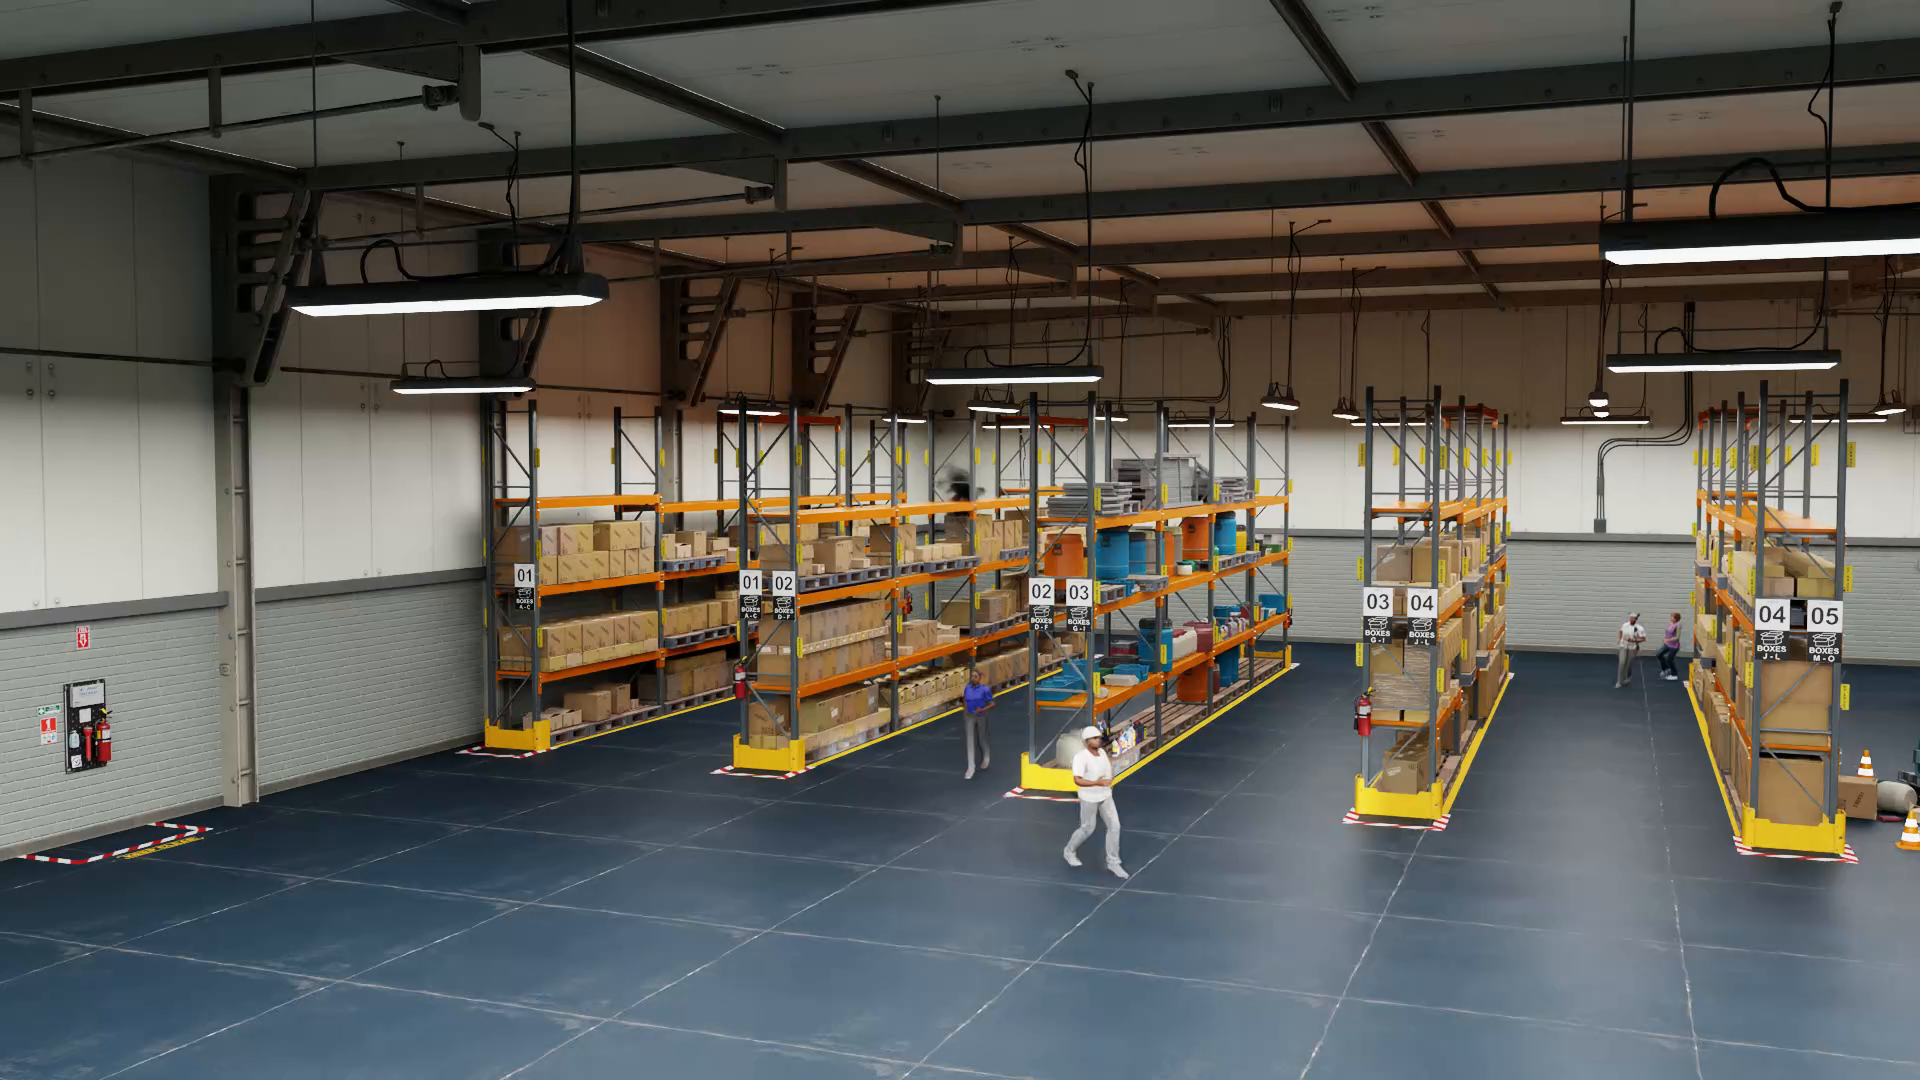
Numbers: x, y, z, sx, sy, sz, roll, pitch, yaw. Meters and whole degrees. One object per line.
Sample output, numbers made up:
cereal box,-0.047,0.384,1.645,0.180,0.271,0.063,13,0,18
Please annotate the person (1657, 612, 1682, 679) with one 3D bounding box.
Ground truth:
person,15.943,2.422,37.274,0.591,1.448,0.536,-1,3,-14

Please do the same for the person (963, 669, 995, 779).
person,0.280,2.878,26.323,0.575,1.674,0.869,1,3,15

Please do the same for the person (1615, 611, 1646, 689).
person,14.657,2.392,36.296,0.605,1.706,0.849,2,3,36

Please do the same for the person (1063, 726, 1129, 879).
person,1.640,3.133,20.043,0.704,1.785,0.896,-2,4,-41
